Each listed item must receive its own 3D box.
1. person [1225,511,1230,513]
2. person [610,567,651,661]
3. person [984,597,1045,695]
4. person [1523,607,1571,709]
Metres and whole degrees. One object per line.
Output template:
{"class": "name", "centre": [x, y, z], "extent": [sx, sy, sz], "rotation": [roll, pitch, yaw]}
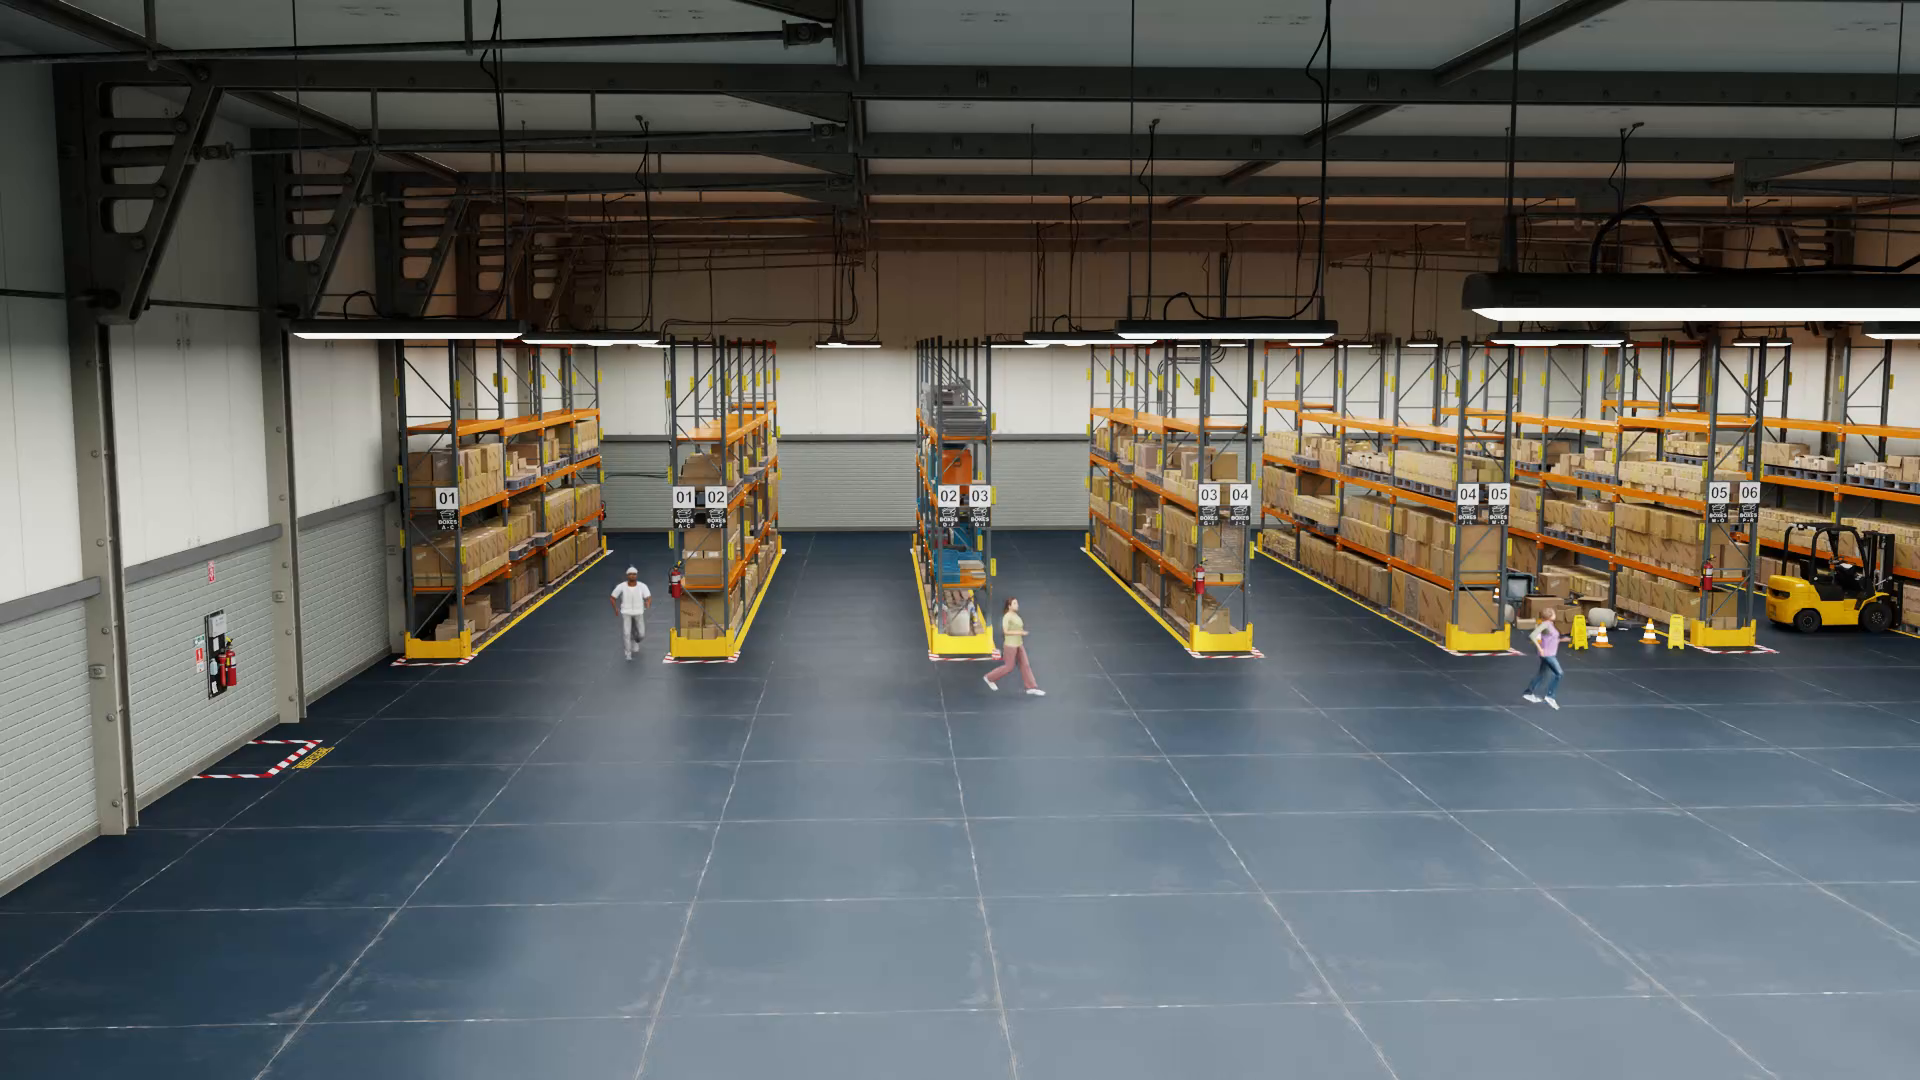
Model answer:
{"class": "person", "centre": [7.367, -0.468, 46.998], "extent": [0.717, 1.748, 0.535], "rotation": [2, 7, 20]}
{"class": "person", "centre": [-6.118, 1.369, 30.958], "extent": [0.759, 1.724, 0.699], "rotation": [-2, 7, -17]}
{"class": "person", "centre": [0.903, 1.748, 27.569], "extent": [1.053, 1.626, 0.588], "rotation": [3, 7, 24]}
{"class": "person", "centre": [9.450, 1.894, 26.771], "extent": [0.703, 1.639, 0.503], "rotation": [3, 7, 24]}
